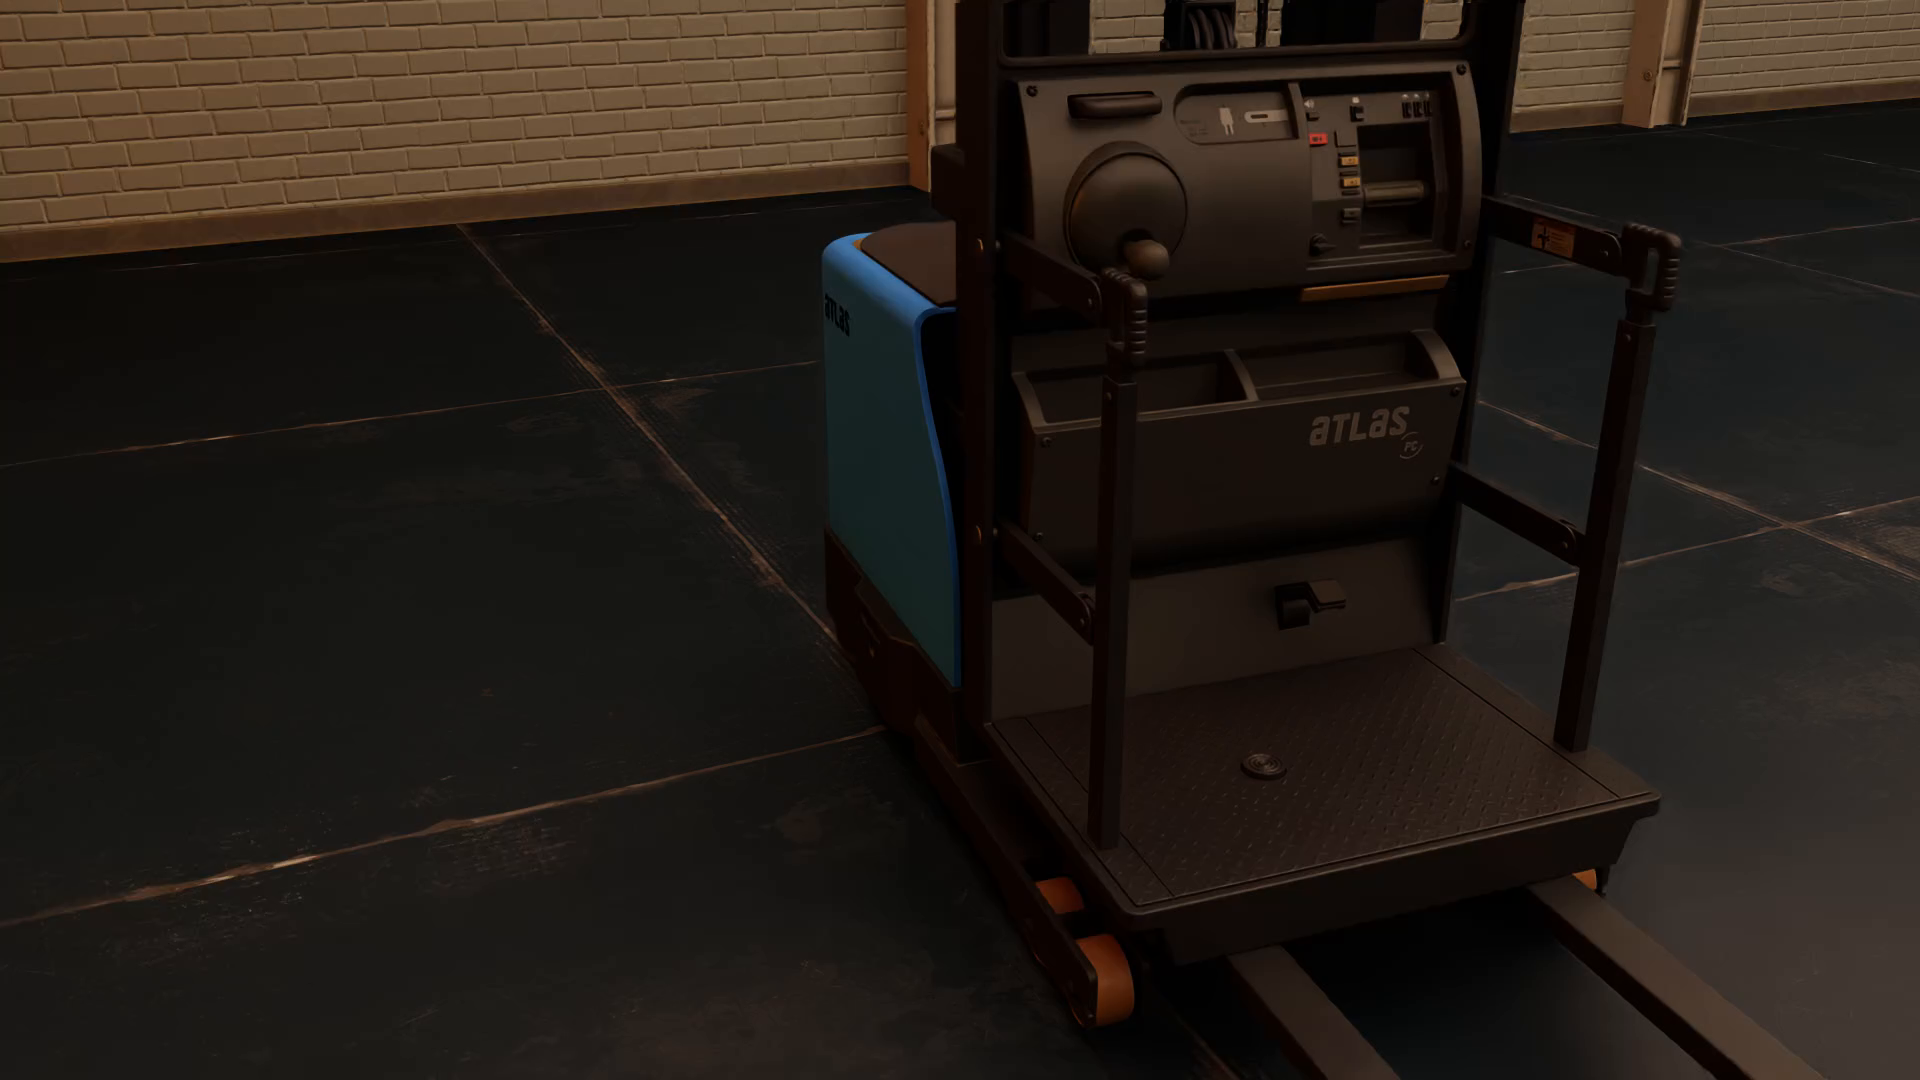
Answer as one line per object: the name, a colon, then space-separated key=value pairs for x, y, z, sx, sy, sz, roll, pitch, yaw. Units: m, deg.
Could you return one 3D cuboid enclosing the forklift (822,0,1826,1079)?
forklift: x=0.622 y=-0.654 z=2.861 sx=1.130 sy=2.935 sz=3.031 roll=-8 pitch=24 yaw=-18
